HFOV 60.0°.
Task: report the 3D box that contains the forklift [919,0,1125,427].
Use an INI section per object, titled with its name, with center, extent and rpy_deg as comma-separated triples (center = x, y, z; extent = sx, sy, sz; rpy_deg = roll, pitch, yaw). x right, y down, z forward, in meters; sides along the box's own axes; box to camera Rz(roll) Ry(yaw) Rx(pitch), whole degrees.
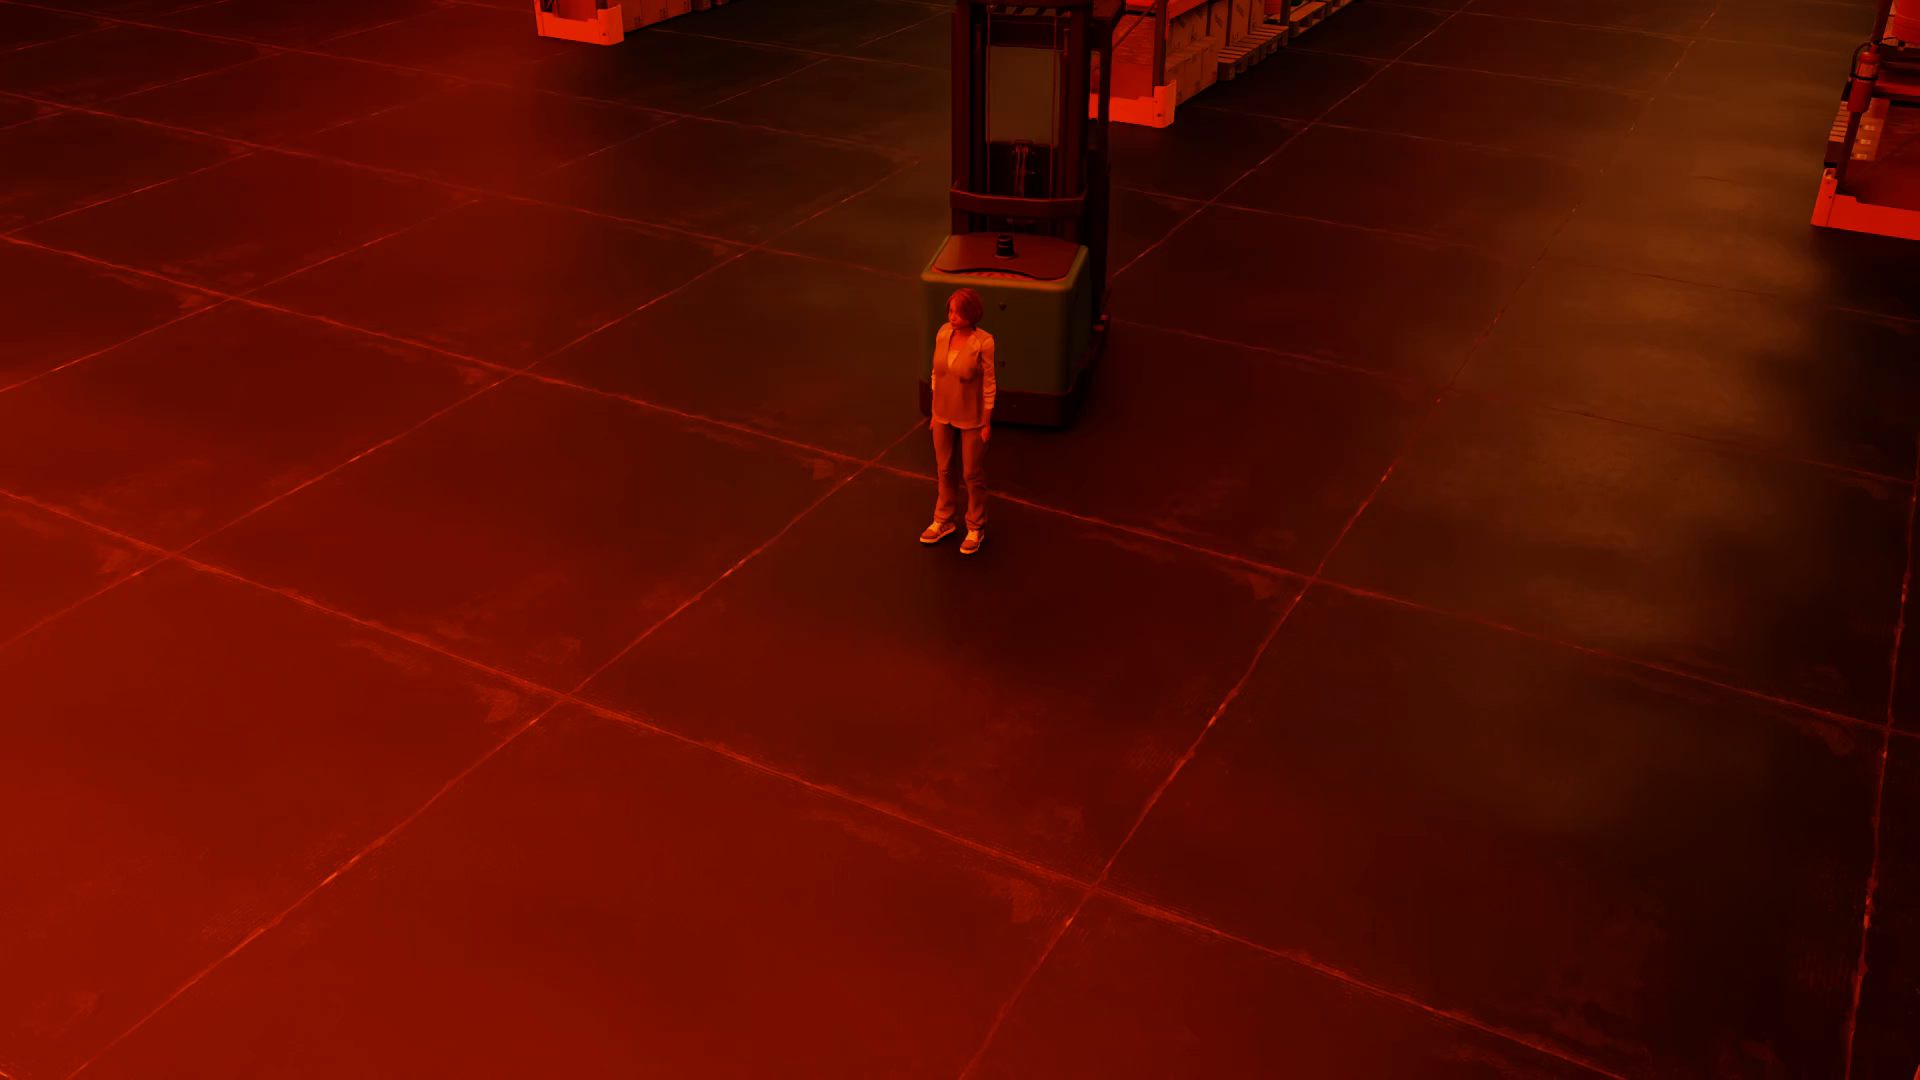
[forklift]
center = 0.534, -2.753, 11.840
extent = 1.130, 2.935, 3.031
rpy_deg = 6, 31, 10

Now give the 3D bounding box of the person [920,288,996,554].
[person]
center = 0.002, -0.691, 9.602
extent = 0.409, 1.602, 0.327
rpy_deg = 15, 33, 25
